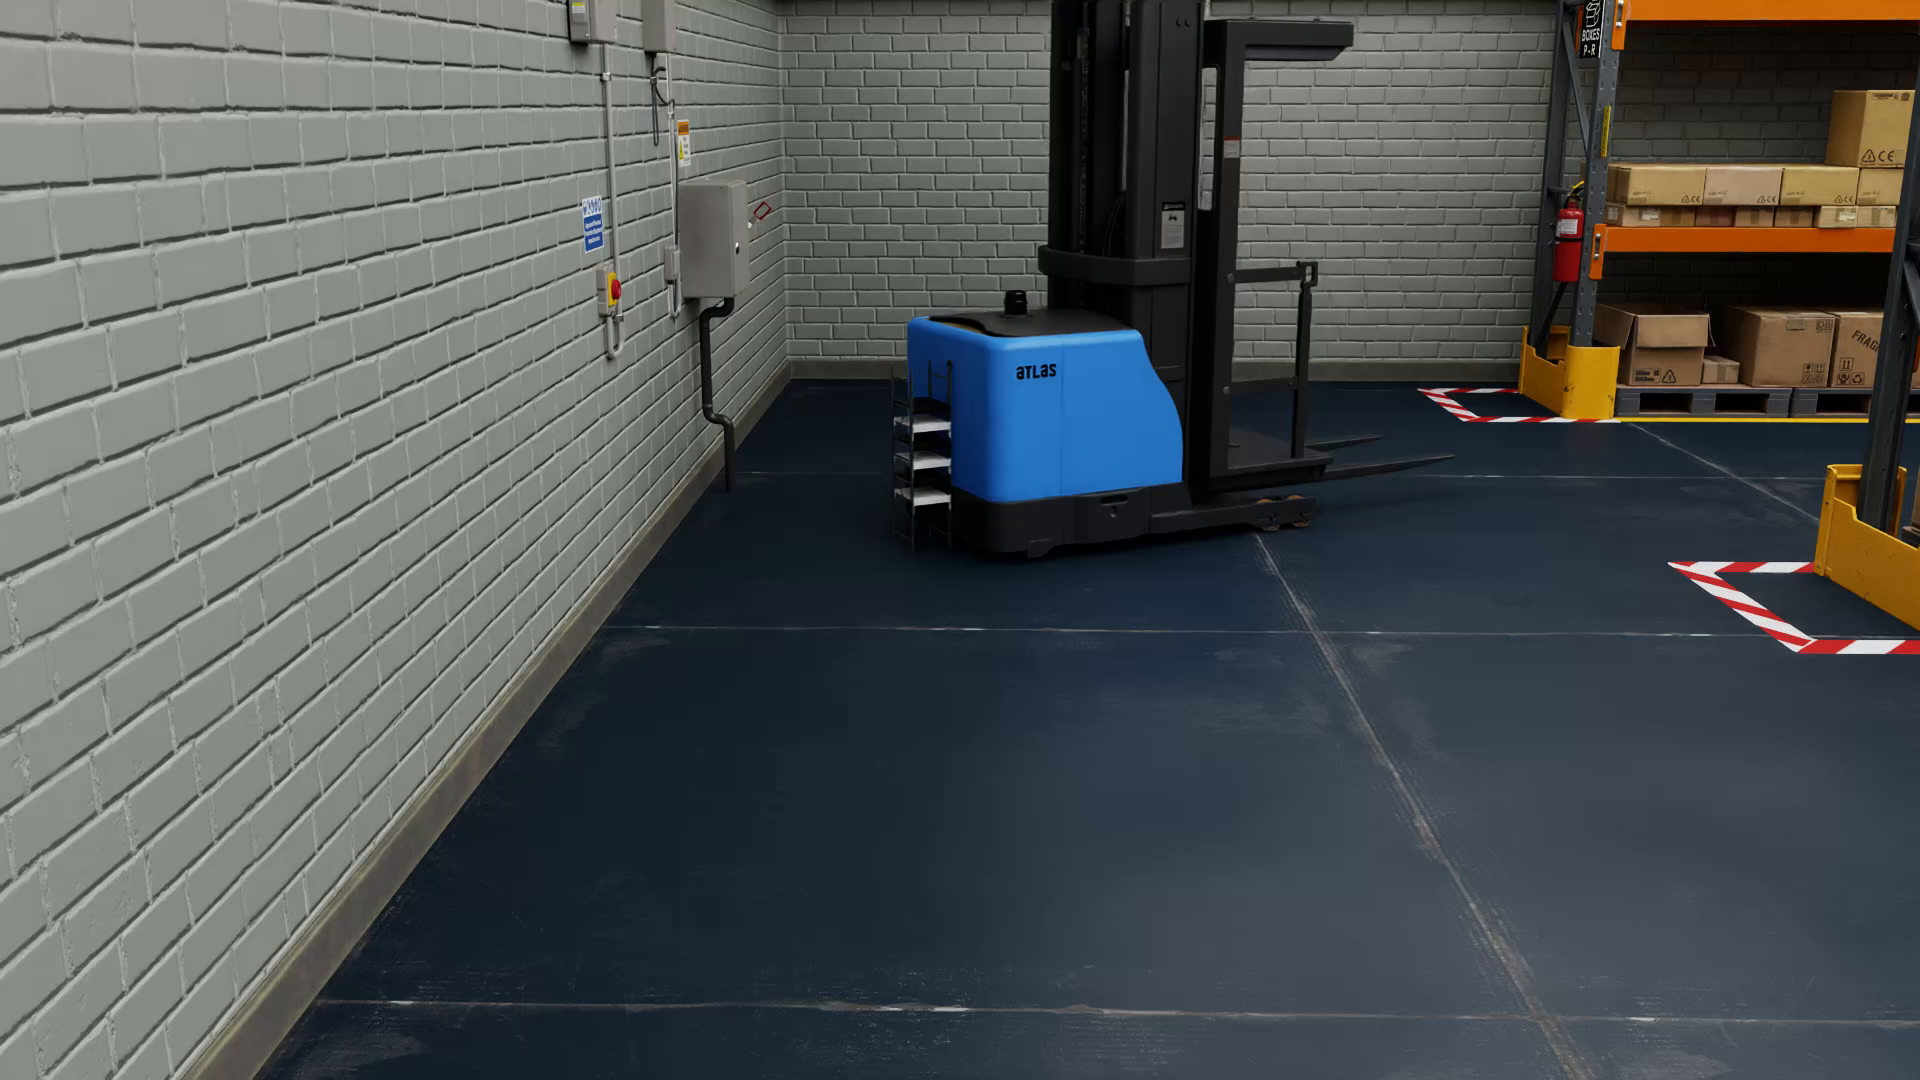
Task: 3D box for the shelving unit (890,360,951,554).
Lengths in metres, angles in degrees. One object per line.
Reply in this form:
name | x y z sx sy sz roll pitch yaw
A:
shelving unit | -0.190 -0.408 8.122 0.210 0.900 0.258 -7 16 -26

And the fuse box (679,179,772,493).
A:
fuse box | -1.263 -1.108 9.186 0.414 1.711 0.539 0 15 1

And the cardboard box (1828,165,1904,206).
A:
cardboard box | 6.267 -2.427 11.372 0.500 0.250 0.500 0 15 0

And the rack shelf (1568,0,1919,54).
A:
rack shelf | 6.297 -3.521 11.335 4.000 0.370 1.077 0 15 1

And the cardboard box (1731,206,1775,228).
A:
cardboard box | 5.389 -2.238 11.435 0.250 0.149 0.380 1 15 3

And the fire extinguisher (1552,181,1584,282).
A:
fire extinguisher | 4.139 -2.097 11.290 0.183 0.674 0.296 0 15 1

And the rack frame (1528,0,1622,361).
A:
rack frame | 4.298 -2.431 11.676 0.127 3.000 1.000 0 15 1

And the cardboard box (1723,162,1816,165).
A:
cardboard box | 5.775 -2.559 11.871 0.500 0.250 0.500 1 15 3

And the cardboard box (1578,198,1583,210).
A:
cardboard box | 4.636 -2.376 11.959 0.250 0.149 0.380 0 15 1

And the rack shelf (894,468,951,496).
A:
rack shelf | -0.190 -0.289 8.154 0.200 0.077 0.258 -7 16 -26

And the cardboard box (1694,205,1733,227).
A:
cardboard box | 5.138 -2.255 11.500 0.250 0.149 0.380 0 15 1

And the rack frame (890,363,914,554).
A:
rack frame | -0.281 -0.396 8.078 0.006 0.900 0.240 -7 16 -26

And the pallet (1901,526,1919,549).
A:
pallet | 4.976 0.168 7.289 1.213 0.211 1.003 0 15 1

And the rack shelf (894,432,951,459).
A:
rack shelf | -0.190 -0.463 8.108 0.200 0.077 0.258 -7 16 -26

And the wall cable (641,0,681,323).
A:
wall cable | -1.438 -2.049 8.236 0.122 1.984 0.588 0 15 1

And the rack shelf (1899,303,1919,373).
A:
rack shelf | 6.174 -0.805 6.920 4.000 0.370 1.077 0 15 1

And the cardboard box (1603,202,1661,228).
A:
cardboard box | 4.619 -2.238 11.434 0.250 0.149 0.380 0 15 1

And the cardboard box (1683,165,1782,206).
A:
cardboard box | 5.248 -2.428 11.373 0.500 0.250 0.500 1 15 2

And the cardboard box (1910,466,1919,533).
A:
cardboard box | 4.837 -0.151 7.231 0.875 0.438 0.875 0 15 0

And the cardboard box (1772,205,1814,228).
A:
cardboard box | 5.655 -2.238 11.433 0.250 0.149 0.380 1 15 2

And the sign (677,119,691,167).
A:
sign | -1.472 -2.118 8.868 0.001 0.242 0.339 0 15 1

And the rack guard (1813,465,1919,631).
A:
rack guard | 4.151 0.043 7.197 0.348 0.500 1.175 0 15 1

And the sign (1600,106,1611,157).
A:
sign | 4.284 -2.712 11.041 0.005 0.325 0.100 0 15 1

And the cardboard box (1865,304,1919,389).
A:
cardboard box | 6.798 -1.375 11.750 0.500 0.500 0.700 0 15 -1

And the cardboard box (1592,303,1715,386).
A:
cardboard box | 4.907 -1.399 11.834 0.637 0.503 0.797 0 15 -1

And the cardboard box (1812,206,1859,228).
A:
cardboard box | 5.906 -2.217 11.355 0.250 0.149 0.380 0 15 0

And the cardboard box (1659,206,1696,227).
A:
cardboard box | 4.875 -2.248 11.473 0.250 0.149 0.380 1 15 3

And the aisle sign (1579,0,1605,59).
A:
aisle sign | 4.222 -3.614 11.062 0.004 0.787 0.394 0 15 1

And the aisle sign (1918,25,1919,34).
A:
aisle sign | 4.111 -2.502 6.848 0.004 0.787 0.394 0 15 1

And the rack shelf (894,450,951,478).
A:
rack shelf | -0.190 -0.376 8.131 0.200 0.077 0.258 -7 16 -26

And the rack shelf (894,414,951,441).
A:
rack shelf | -0.190 -0.550 8.085 0.200 0.077 0.258 -7 16 -26

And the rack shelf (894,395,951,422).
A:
rack shelf | -0.190 -0.637 8.062 0.200 0.077 0.258 -7 16 -26

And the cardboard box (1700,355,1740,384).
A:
cardboard box | 5.330 -1.215 11.831 0.250 0.149 0.380 0 15 -1

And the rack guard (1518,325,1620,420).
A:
rack guard | 4.374 -1.222 11.993 0.348 0.500 1.175 0 15 1

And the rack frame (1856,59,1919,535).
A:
rack frame | 4.175 -1.166 6.878 0.127 3.000 1.000 0 15 1

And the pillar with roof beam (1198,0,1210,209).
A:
pillar with roof beam | 1.515 -4.482 7.687 0.400 9.000 9.100 0 15 1

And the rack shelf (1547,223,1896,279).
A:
rack shelf | 6.297 -2.071 11.718 4.000 0.370 1.077 0 15 1

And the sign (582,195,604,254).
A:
sign | -1.525 -1.315 6.915 0.001 0.218 0.327 0 15 1

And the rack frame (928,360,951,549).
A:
rack frame | -0.100 -0.420 8.167 0.006 0.900 0.240 -7 16 -26

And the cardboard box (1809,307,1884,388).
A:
cardboard box | 6.286 -1.353 11.666 0.500 0.500 0.500 1 15 2

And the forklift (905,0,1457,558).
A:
forklift | 1.268 -1.572 8.552 3.031 2.935 1.130 -7 16 -26

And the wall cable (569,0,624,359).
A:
wall cable | -1.463 -1.703 6.861 0.123 1.953 0.585 0 15 1

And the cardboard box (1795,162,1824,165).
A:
cardboard box | 6.297 -2.556 11.858 0.500 0.250 0.500 0 15 1

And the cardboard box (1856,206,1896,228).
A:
cardboard box | 6.170 -2.220 11.368 0.250 0.149 0.380 1 15 3

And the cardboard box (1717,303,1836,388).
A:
cardboard box | 5.760 -1.382 11.776 0.500 0.500 0.700 1 15 4

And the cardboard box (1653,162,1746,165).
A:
cardboard box | 5.280 -2.564 11.888 0.500 0.250 0.500 0 15 2

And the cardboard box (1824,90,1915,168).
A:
cardboard box | 6.244 -2.784 11.253 0.500 0.500 0.500 1 15 3

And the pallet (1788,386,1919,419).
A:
pallet | 6.387 -1.069 11.978 1.213 0.211 1.003 0 15 1

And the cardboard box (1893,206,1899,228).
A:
cardboard box | 6.429 -2.236 11.428 0.250 0.149 0.380 0 15 1

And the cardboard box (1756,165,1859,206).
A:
cardboard box | 5.755 -2.425 11.364 0.500 0.250 0.500 0 15 0

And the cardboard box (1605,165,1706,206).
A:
cardboard box | 4.744 -2.431 11.385 0.500 0.250 0.500 0 15 2

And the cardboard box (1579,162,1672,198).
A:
cardboard box | 4.764 -2.567 11.902 0.500 0.250 0.500 1 15 3

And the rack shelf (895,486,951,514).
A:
rack shelf | -0.190 -0.202 8.177 0.200 0.077 0.258 -7 16 -26

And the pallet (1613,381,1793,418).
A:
pallet | 5.171 -1.077 12.011 1.213 0.211 1.003 0 15 1
